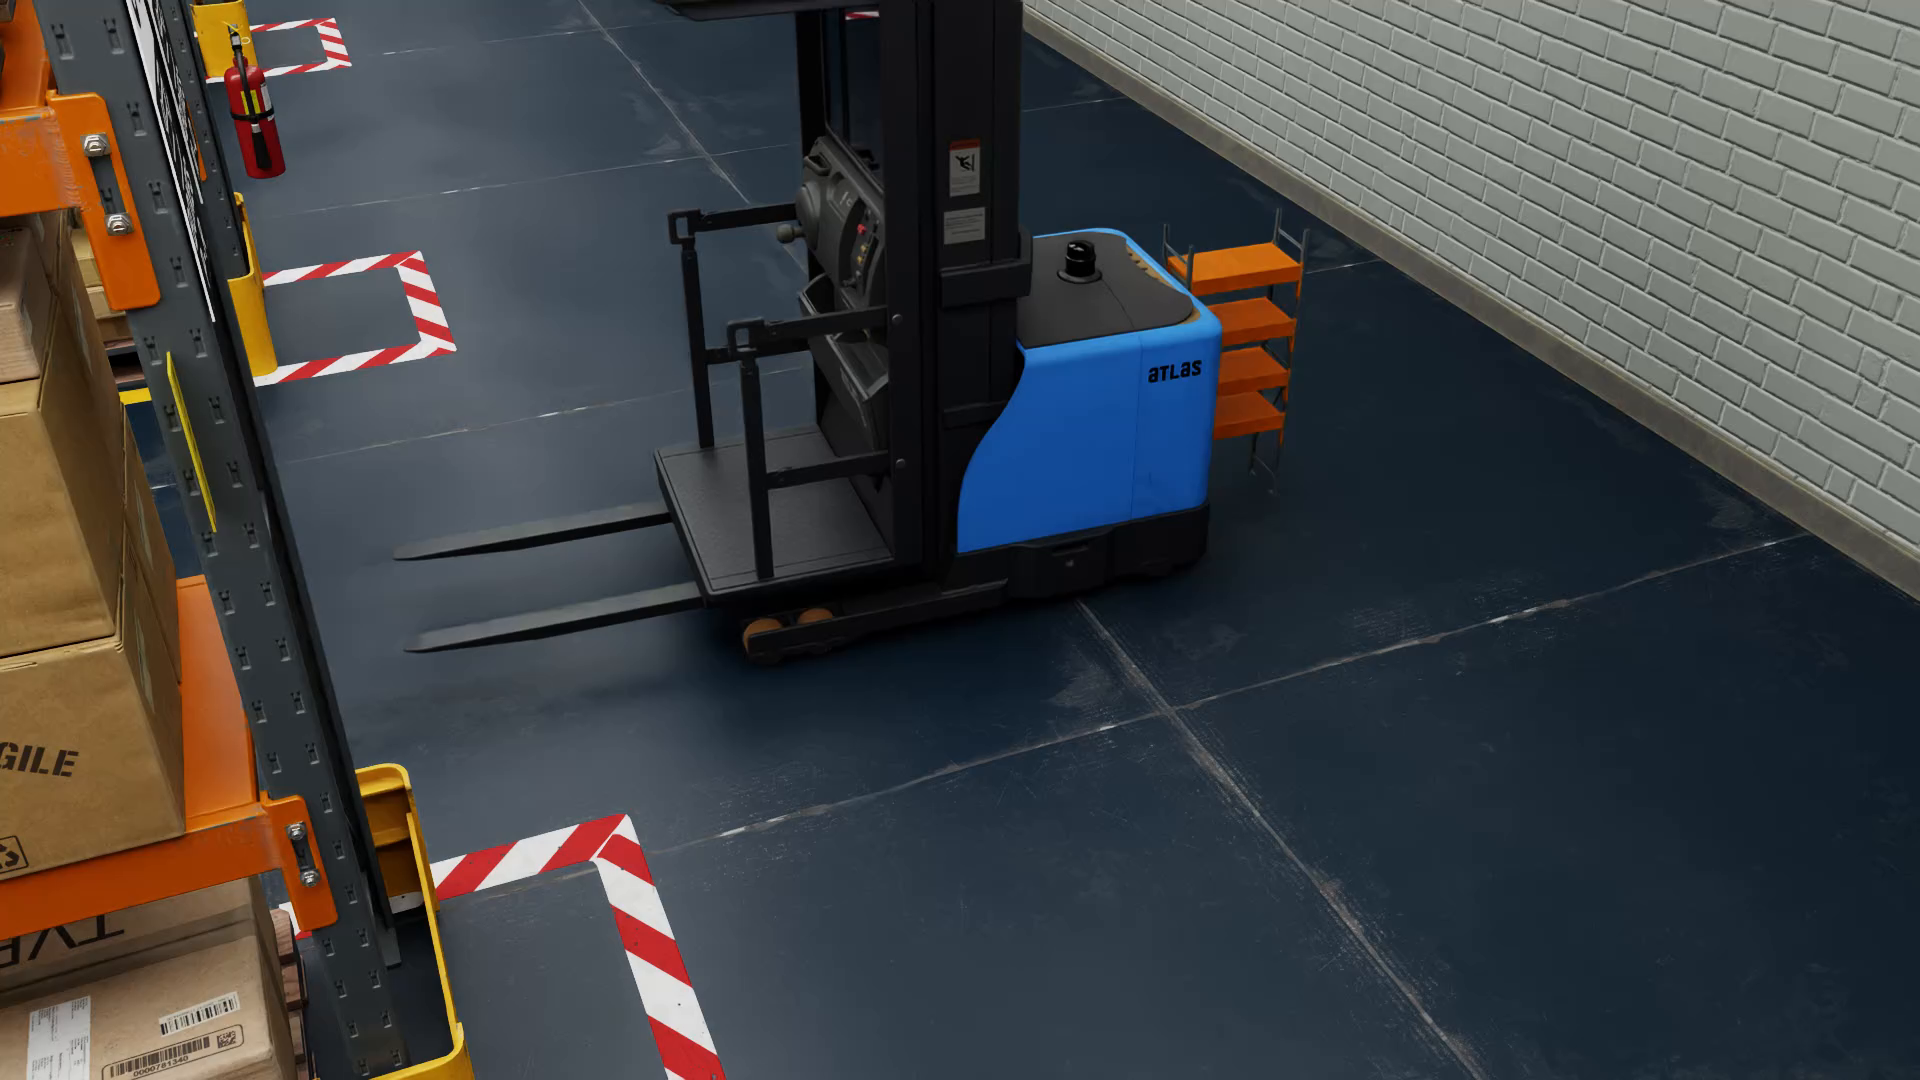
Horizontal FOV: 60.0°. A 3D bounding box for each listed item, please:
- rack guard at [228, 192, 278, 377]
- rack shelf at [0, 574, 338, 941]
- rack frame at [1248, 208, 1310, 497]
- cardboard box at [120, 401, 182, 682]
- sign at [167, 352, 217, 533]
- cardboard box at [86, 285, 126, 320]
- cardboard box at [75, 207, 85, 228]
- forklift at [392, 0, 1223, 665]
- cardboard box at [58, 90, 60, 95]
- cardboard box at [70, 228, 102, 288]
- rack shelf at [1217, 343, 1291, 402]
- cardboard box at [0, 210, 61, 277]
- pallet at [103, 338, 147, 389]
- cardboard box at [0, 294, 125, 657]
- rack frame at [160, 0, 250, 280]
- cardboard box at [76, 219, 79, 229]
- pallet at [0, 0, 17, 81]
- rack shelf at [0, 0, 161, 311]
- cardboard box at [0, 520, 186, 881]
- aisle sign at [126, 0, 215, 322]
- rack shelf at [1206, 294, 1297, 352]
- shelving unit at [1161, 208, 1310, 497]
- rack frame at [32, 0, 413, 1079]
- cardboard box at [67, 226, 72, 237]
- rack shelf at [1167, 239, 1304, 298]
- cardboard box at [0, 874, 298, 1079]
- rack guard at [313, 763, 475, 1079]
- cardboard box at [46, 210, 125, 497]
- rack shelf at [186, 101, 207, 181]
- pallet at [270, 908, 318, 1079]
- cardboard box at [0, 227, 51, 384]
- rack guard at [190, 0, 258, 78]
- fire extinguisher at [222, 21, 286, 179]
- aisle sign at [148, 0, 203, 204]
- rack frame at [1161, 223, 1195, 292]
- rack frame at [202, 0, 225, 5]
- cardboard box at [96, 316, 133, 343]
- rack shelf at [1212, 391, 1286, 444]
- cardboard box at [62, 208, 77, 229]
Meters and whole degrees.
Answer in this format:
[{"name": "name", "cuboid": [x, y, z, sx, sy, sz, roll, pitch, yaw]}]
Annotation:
[{"name": "rack guard", "cuboid": [-3.656, -1.269, 8.241, 0.348, 0.500, 1.175, -13, 35, -19]}, {"name": "rack shelf", "cuboid": [-3.421, 0.859, 3.339, 4.000, 0.370, 1.077, -13, 35, -19]}, {"name": "rack frame", "cuboid": [1.296, -0.747, 6.797, 0.015, 1.200, 0.240, -11, 35, -16]}, {"name": "cardboard box", "cuboid": [-2.130, 0.050, 3.831, 0.500, 0.500, 0.500, -13, 35, -19]}, {"name": "sign", "cuboid": [-1.379, -0.173, 2.987, 0.005, 0.325, 0.100, -13, 35, -19]}, {"name": "cardboard box", "cuboid": [-3.962, -1.183, 7.774, 0.250, 0.149, 0.380, -14, 36, -20]}, {"name": "cardboard box", "cuboid": [-4.201, -1.623, 8.178, 0.250, 0.149, 0.380, -15, 36, -21]}, {"name": "forklift", "cuboid": [-0.603, -1.100, 5.753, 3.031, 2.935, 1.130, -11, 35, -16]}, {"name": "cardboard box", "cuboid": [-4.021, -1.983, 7.277, 0.250, 0.149, 0.380, -13, 35, -19]}, {"name": "cardboard box", "cuboid": [-3.976, -1.324, 7.718, 0.250, 0.149, 0.380, -12, 35, -18]}, {"name": "rack shelf", "cuboid": [1.065, -0.647, 6.767, 0.480, 0.148, 0.258, -11, 35, -16]}, {"name": "cardboard box", "cuboid": [-2.011, -0.662, 3.414, 0.250, 0.149, 0.380, -12, 35, -18]}, {"name": "pallet", "cuboid": [-4.419, -0.994, 8.084, 1.213, 0.211, 1.003, -13, 35, -19]}, {"name": "cardboard box", "cuboid": [-1.929, -0.104, 3.151, 0.500, 0.500, 0.500, -12, 35, -17]}, {"name": "rack frame", "cuboid": [-3.586, -2.333, 7.584, 0.127, 3.000, 1.000, -13, 35, -19]}, {"name": "cardboard box", "cuboid": [-4.443, -1.427, 8.149, 0.250, 0.149, 0.380, -13, 35, -19]}, {"name": "pallet", "cuboid": [-2.257, -0.923, 2.749, 1.213, 0.211, 1.003, -13, 35, -19]}, {"name": "rack shelf", "cuboid": [-3.421, -0.398, 2.521, 4.000, 0.370, 1.077, -13, 35, -19]}, {"name": "cardboard box", "cuboid": [-1.919, 0.328, 3.403, 0.500, 0.500, 0.500, -13, 35, -19]}, {"name": "aisle sign", "cuboid": [-1.390, -0.814, 2.866, 0.004, 0.787, 0.394, -13, 35, -19]}, {"name": "rack shelf", "cuboid": [1.065, -0.834, 6.645, 0.480, 0.148, 0.258, -11, 35, -16]}, {"name": "shelving unit", "cuboid": [1.065, -0.703, 6.730, 0.503, 1.200, 0.258, -11, 35, -16]}, {"name": "rack frame", "cuboid": [-1.577, 0.135, 3.792, 0.127, 3.000, 1.000, -13, 35, -19]}, {"name": "cardboard box", "cuboid": [-4.230, -1.300, 7.680, 0.250, 0.149, 0.380, -12, 35, -18]}, {"name": "rack shelf", "cuboid": [1.065, -1.032, 6.516, 0.480, 0.148, 0.258, -11, 35, -16]}, {"name": "cardboard box", "cuboid": [-2.146, 1.223, 4.084, 0.875, 0.438, 0.875, -14, 36, -21]}, {"name": "rack guard", "cuboid": [-1.554, 1.178, 4.481, 0.348, 0.500, 1.175, -13, 35, -19]}, {"name": "cardboard box", "cuboid": [-2.129, -0.368, 3.556, 0.500, 0.500, 0.500, -14, 35, -20]}, {"name": "rack shelf", "cuboid": [-5.430, -1.609, 7.132, 4.000, 0.370, 1.077, -13, 35, -19]}, {"name": "pallet", "cuboid": [-2.284, 1.512, 4.232, 1.213, 0.211, 1.003, -13, 35, -19]}, {"name": "cardboard box", "cuboid": [-1.830, -0.421, 3.044, 0.250, 0.149, 0.380, -12, 35, -18]}, {"name": "rack guard", "cuboid": [-5.391, -3.805, 12.140, 0.348, 0.500, 1.175, -13, 35, -19]}, {"name": "fire extinguisher", "cuboid": [-3.175, -1.965, 7.432, 0.183, 0.674, 0.296, -13, 35, -19]}, {"name": "aisle sign", "cuboid": [-1.623, -1.115, 3.330, 0.004, 0.787, 0.394, -13, 35, -19]}, {"name": "rack frame", "cuboid": [0.835, -0.659, 6.663, 0.015, 1.200, 0.240, -11, 35, -16]}, {"name": "rack frame", "cuboid": [-5.413, -4.848, 11.450, 0.127, 3.000, 1.000, -13, 35, -19]}, {"name": "cardboard box", "cuboid": [-3.991, -1.098, 7.915, 0.250, 0.149, 0.380, -12, 35, -18]}, {"name": "rack shelf", "cuboid": [1.065, -0.480, 6.875, 0.480, 0.148, 0.258, -11, 35, -16]}, {"name": "cardboard box", "cuboid": [-4.408, -1.504, 7.995, 0.250, 0.149, 0.380, -12, 35, -18]}]
